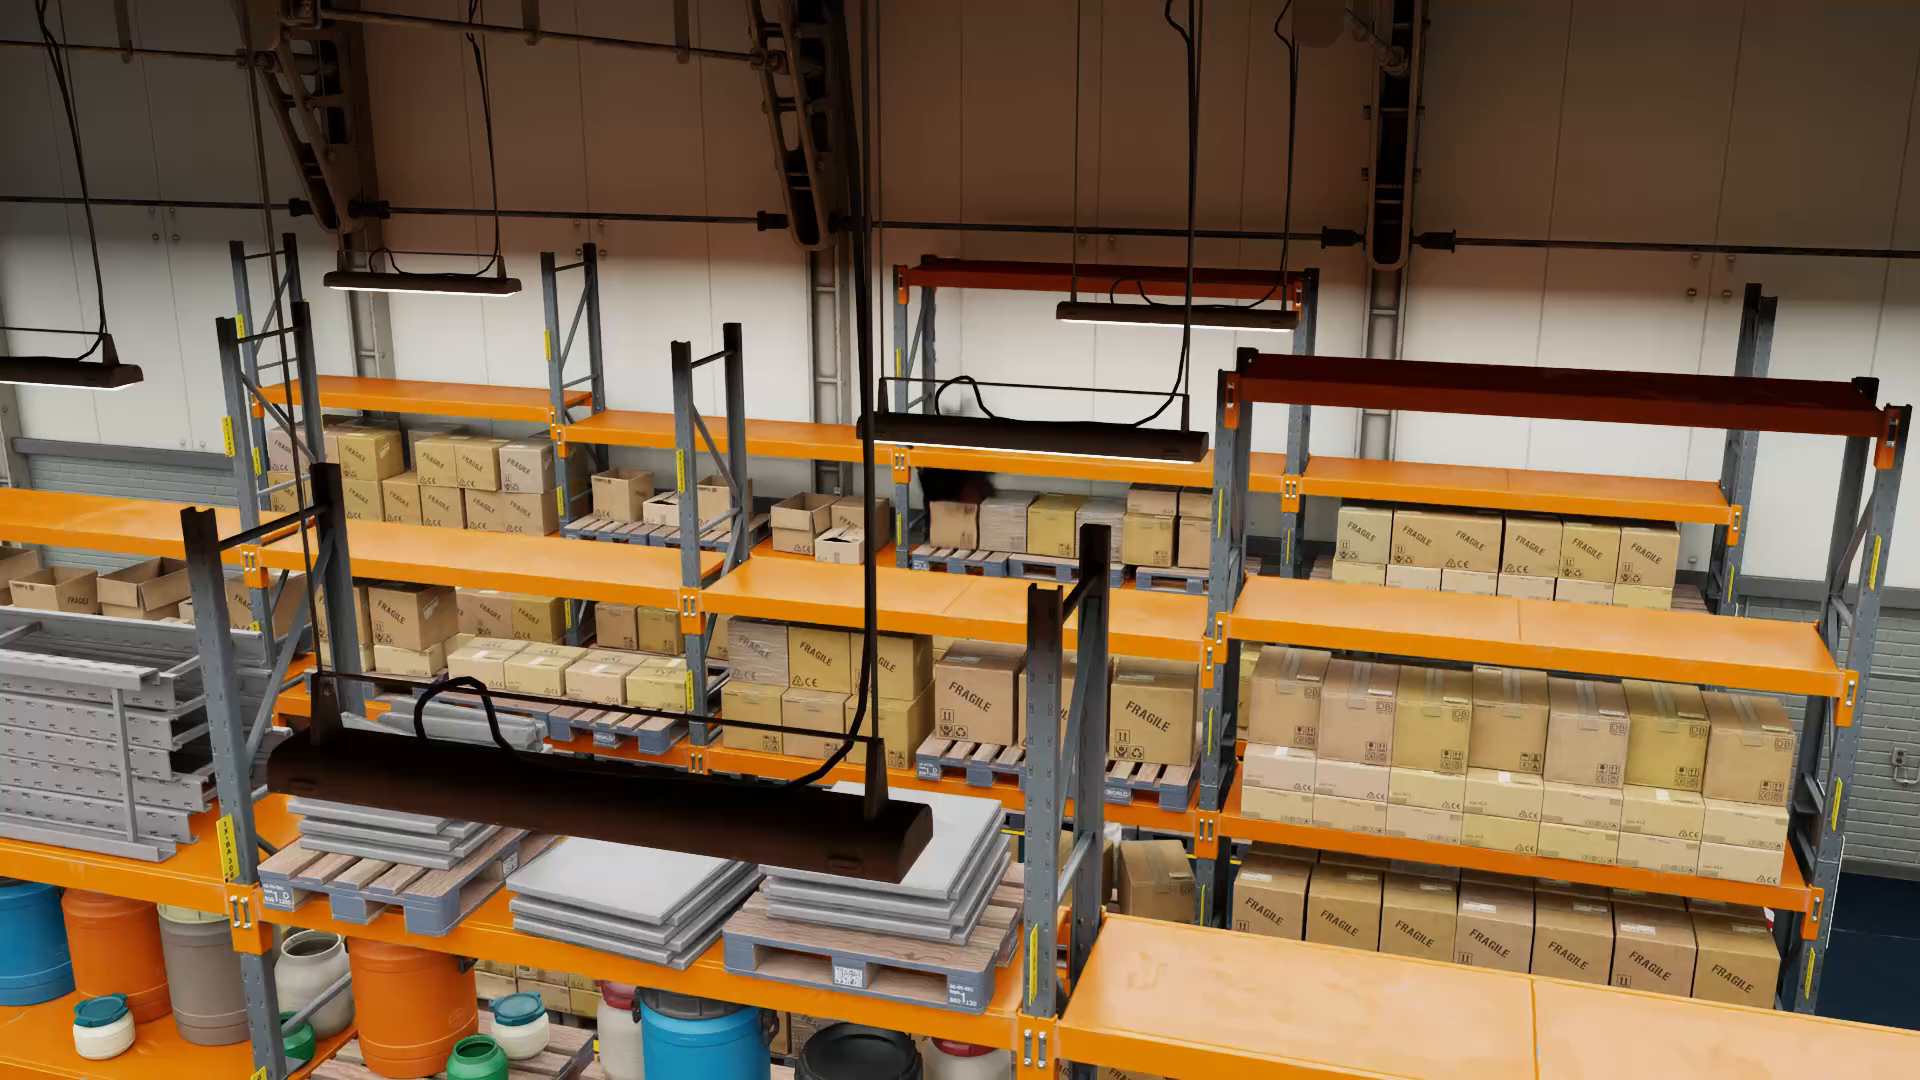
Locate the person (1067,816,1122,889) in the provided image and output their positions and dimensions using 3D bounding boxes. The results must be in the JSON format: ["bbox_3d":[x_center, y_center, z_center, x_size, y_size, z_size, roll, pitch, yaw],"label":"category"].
[{"bbox_3d":[1.286,2.751,15.064,0.880,1.817,0.665,6,17,18],"label":"person"}]
